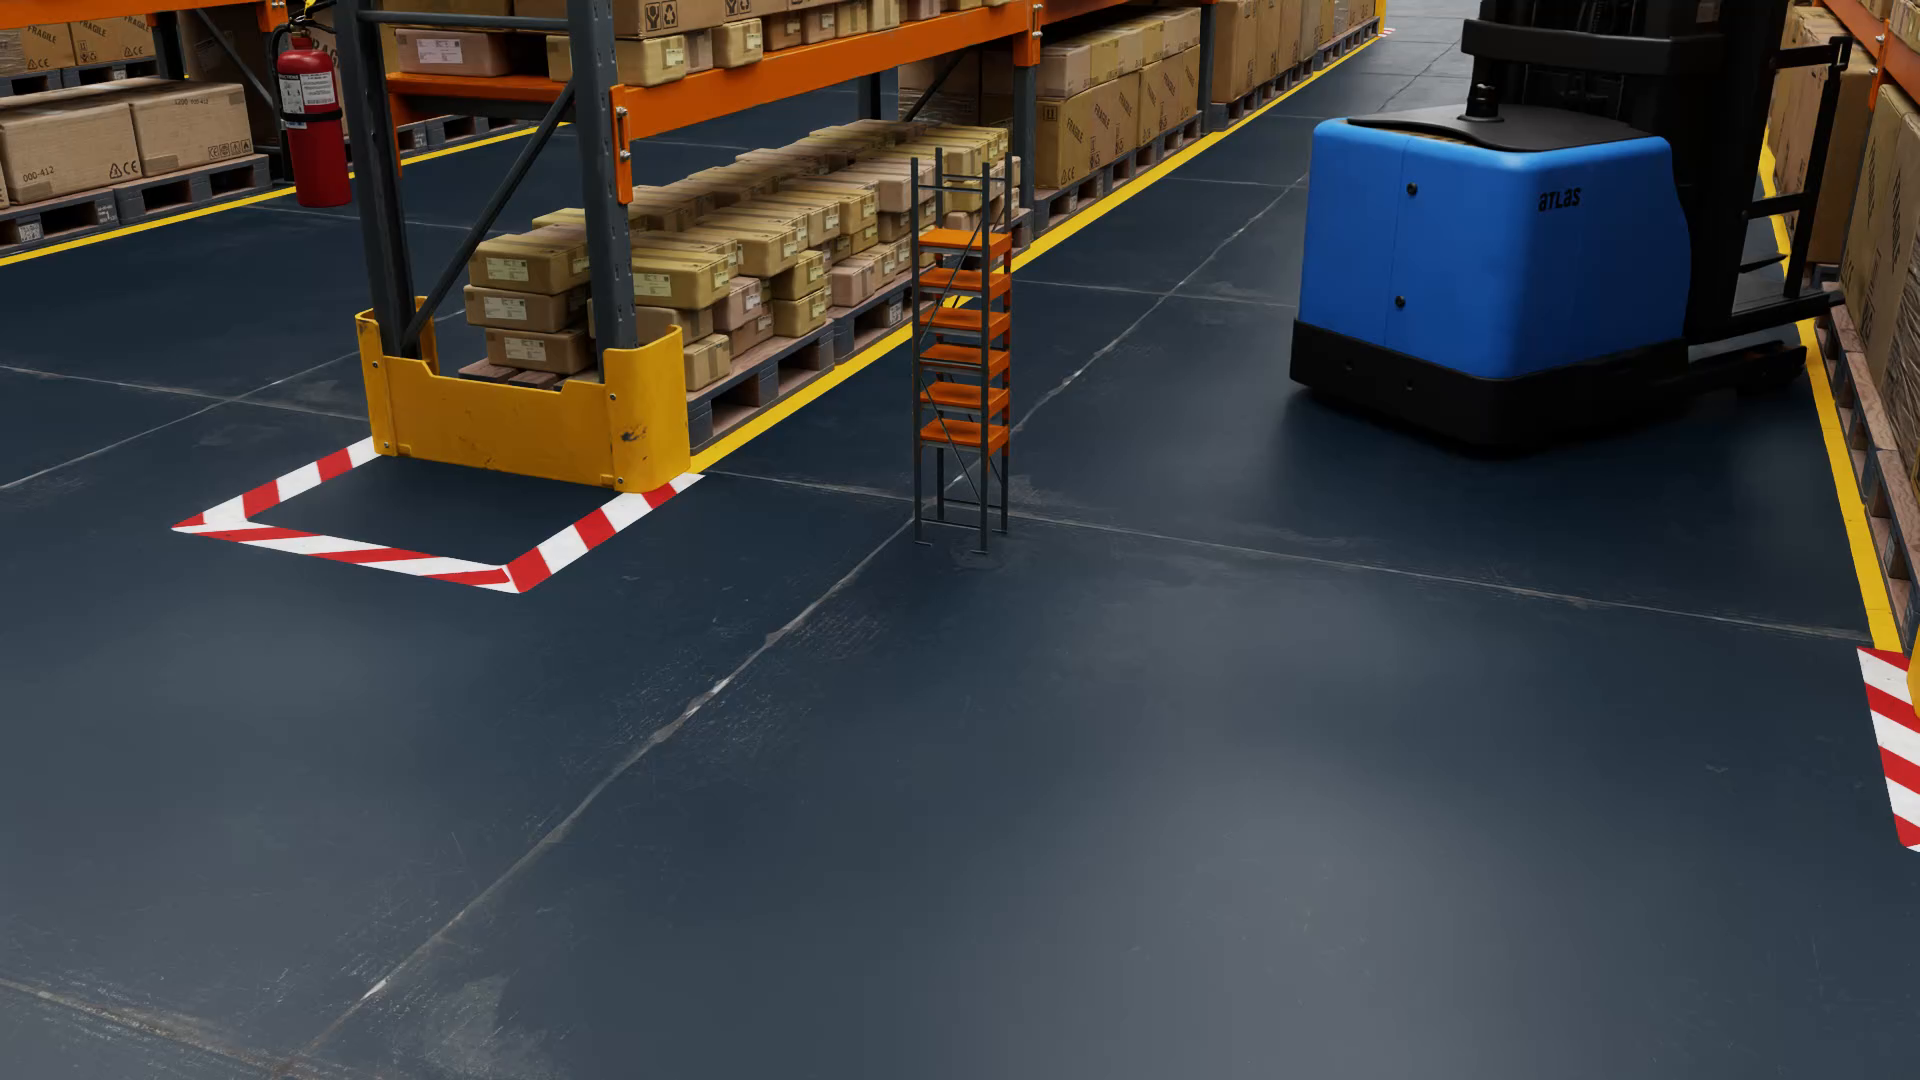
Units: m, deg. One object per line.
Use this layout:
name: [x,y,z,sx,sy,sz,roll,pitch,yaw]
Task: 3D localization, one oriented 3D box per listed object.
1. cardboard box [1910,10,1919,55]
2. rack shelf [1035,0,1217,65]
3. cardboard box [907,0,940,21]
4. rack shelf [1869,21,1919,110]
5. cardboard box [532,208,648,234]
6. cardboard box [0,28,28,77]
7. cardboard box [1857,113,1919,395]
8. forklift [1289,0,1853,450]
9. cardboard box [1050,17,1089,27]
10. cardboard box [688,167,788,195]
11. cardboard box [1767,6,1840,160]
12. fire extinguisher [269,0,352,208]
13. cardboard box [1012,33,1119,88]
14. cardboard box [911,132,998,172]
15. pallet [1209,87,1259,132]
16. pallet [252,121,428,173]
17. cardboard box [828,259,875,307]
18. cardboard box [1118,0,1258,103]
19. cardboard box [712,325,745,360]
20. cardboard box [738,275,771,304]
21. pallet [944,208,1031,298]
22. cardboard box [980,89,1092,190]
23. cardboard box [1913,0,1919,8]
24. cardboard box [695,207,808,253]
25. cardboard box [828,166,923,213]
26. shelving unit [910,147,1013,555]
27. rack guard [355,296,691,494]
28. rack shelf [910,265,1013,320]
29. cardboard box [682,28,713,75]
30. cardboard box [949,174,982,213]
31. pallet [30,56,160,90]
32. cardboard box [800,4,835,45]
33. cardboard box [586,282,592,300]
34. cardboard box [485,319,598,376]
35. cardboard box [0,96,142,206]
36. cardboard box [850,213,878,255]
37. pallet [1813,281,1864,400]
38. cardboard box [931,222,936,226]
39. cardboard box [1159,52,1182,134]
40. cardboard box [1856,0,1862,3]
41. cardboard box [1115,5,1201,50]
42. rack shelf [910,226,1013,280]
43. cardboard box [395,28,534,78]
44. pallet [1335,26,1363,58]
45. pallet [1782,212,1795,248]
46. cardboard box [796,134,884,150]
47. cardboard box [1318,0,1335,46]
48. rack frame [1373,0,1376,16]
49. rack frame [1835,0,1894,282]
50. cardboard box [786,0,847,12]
cardboard box: [3.778,-1.879,6.184,0.380,0.149,0.250,8,24,19]
rack shelf: [0.663,-3.466,10.590,1.077,0.370,4.000,9,24,20]
cardboard box: [-0.309,-2.446,7.540,0.380,0.149,0.250,8,24,18]
rack shelf: [3.745,-1.289,5.377,1.077,0.370,4.000,9,24,20]
cardboard box: [-1.479,-1.222,6.666,0.380,0.149,0.250,8,24,19]
cardboard box: [-8.358,-4.200,14.112,0.500,0.500,0.500,8,24,18]
cardboard box: [3.834,-1.003,5.971,0.875,0.875,0.875,9,24,20]
forklift: [2.823,-2.092,6.456,3.031,2.935,1.130,-14,27,-30]
cardboard box: [0.541,-3.331,11.059,0.500,0.250,0.500,9,24,20]
cardboard box: [-1.004,-1.586,7.538,0.380,0.149,0.250,9,24,20]
cardboard box: [5.698,-2.737,10.123,1.225,0.875,0.875,8,24,18]
fire extinguisher: [-2.087,-1.419,5.340,0.296,0.674,0.183,9,24,20]
cardboard box: [0.636,-2.886,9.994,0.500,0.250,0.500,9,24,22]
cardboard box: [-0.028,-1.974,8.465,0.380,0.149,0.250,9,24,21]
pallet: [1.769,-3.499,13.352,1.003,0.211,1.213,9,24,20]
pallet: [-4.496,-2.755,11.572,1.003,0.211,1.213,9,24,20]
cardboard box: [-0.590,-1.124,7.202,0.380,0.149,0.250,8,24,17]
cardboard box: [1.716,-3.875,13.008,1.050,0.750,0.750,8,24,19]
cardboard box: [-1.052,-0.776,6.371,0.380,0.149,0.250,9,24,20]
cardboard box: [-0.969,-1.008,6.538,0.380,0.149,0.250,9,24,21]
pallet: [-0.296,-1.550,8.688,1.003,0.211,1.213,9,24,20]
cardboard box: [0.441,-2.349,9.681,0.500,0.500,0.500,10,25,22]
cardboard box: [3.881,-2.096,6.186,0.500,0.250,0.500,9,24,20]
cardboard box: [-0.837,-1.231,6.688,0.380,0.149,0.250,8,24,17]
cardboard box: [-0.386,-1.593,7.555,0.380,0.149,0.250,8,24,18]
shelving unit: [0.005,-0.559,5.031,0.258,1.200,0.189,9,24,20]
rack guard: [-1.537,-0.525,5.858,1.175,0.500,0.348,9,24,20]
rack shelf: [0.005,-0.739,4.956,0.258,0.103,0.180,9,24,20]
cardboard box: [-1.084,-1.701,5.757,0.380,0.149,0.250,10,25,22]
cardboard box: [-0.073,-1.743,8.299,0.380,0.149,0.250,8,24,18]
pallet: [-8.149,-4.347,15.384,1.003,0.211,1.213,9,24,20]
cardboard box: [-0.724,-2.080,6.664,0.380,0.149,0.250,8,24,19]
cardboard box: [-1.487,-0.982,6.478,0.380,0.149,0.250,8,24,19]
cardboard box: [-1.563,-0.748,6.302,0.380,0.149,0.250,9,24,21]
cardboard box: [-5.378,-2.237,9.493,0.875,0.438,0.875,8,24,18]
cardboard box: [-0.591,-1.391,7.456,0.380,0.149,0.250,10,25,23]
pallet: [4.133,-0.789,6.864,1.003,0.211,1.213,9,24,20]
cardboard box: [-0.332,-1.510,8.127,0.380,0.149,0.250,8,24,19]
cardboard box: [1.208,-3.096,11.469,0.500,0.500,0.500,10,25,22]
cardboard box: [4.786,-2.953,8.298,0.500,0.500,0.500,8,24,19]
cardboard box: [1.396,-3.618,11.745,0.500,0.250,0.500,8,24,19]
rack shelf: [0.005,-0.850,4.910,0.258,0.103,0.180,9,24,20]
cardboard box: [-1.707,-1.692,5.736,0.380,0.149,0.250,9,24,20]
pallet: [3.699,-5.358,17.803,1.003,0.211,1.213,9,24,20]
pallet: [5.156,-1.775,9.225,1.003,0.211,1.213,9,24,20]
cardboard box: [-0.605,-1.954,8.418,0.380,0.149,0.250,8,24,19]
cardboard box: [3.191,-5.374,16.435,0.875,0.875,0.875,9,24,21]
rack frame: [4.378,-7.377,19.019,1.000,3.000,0.127,9,24,20]
rack frame: [4.488,-2.336,6.951,1.000,3.000,0.127,9,24,20]
cardboard box: [-0.773,-2.324,6.407,0.500,0.500,0.500,9,24,21]
